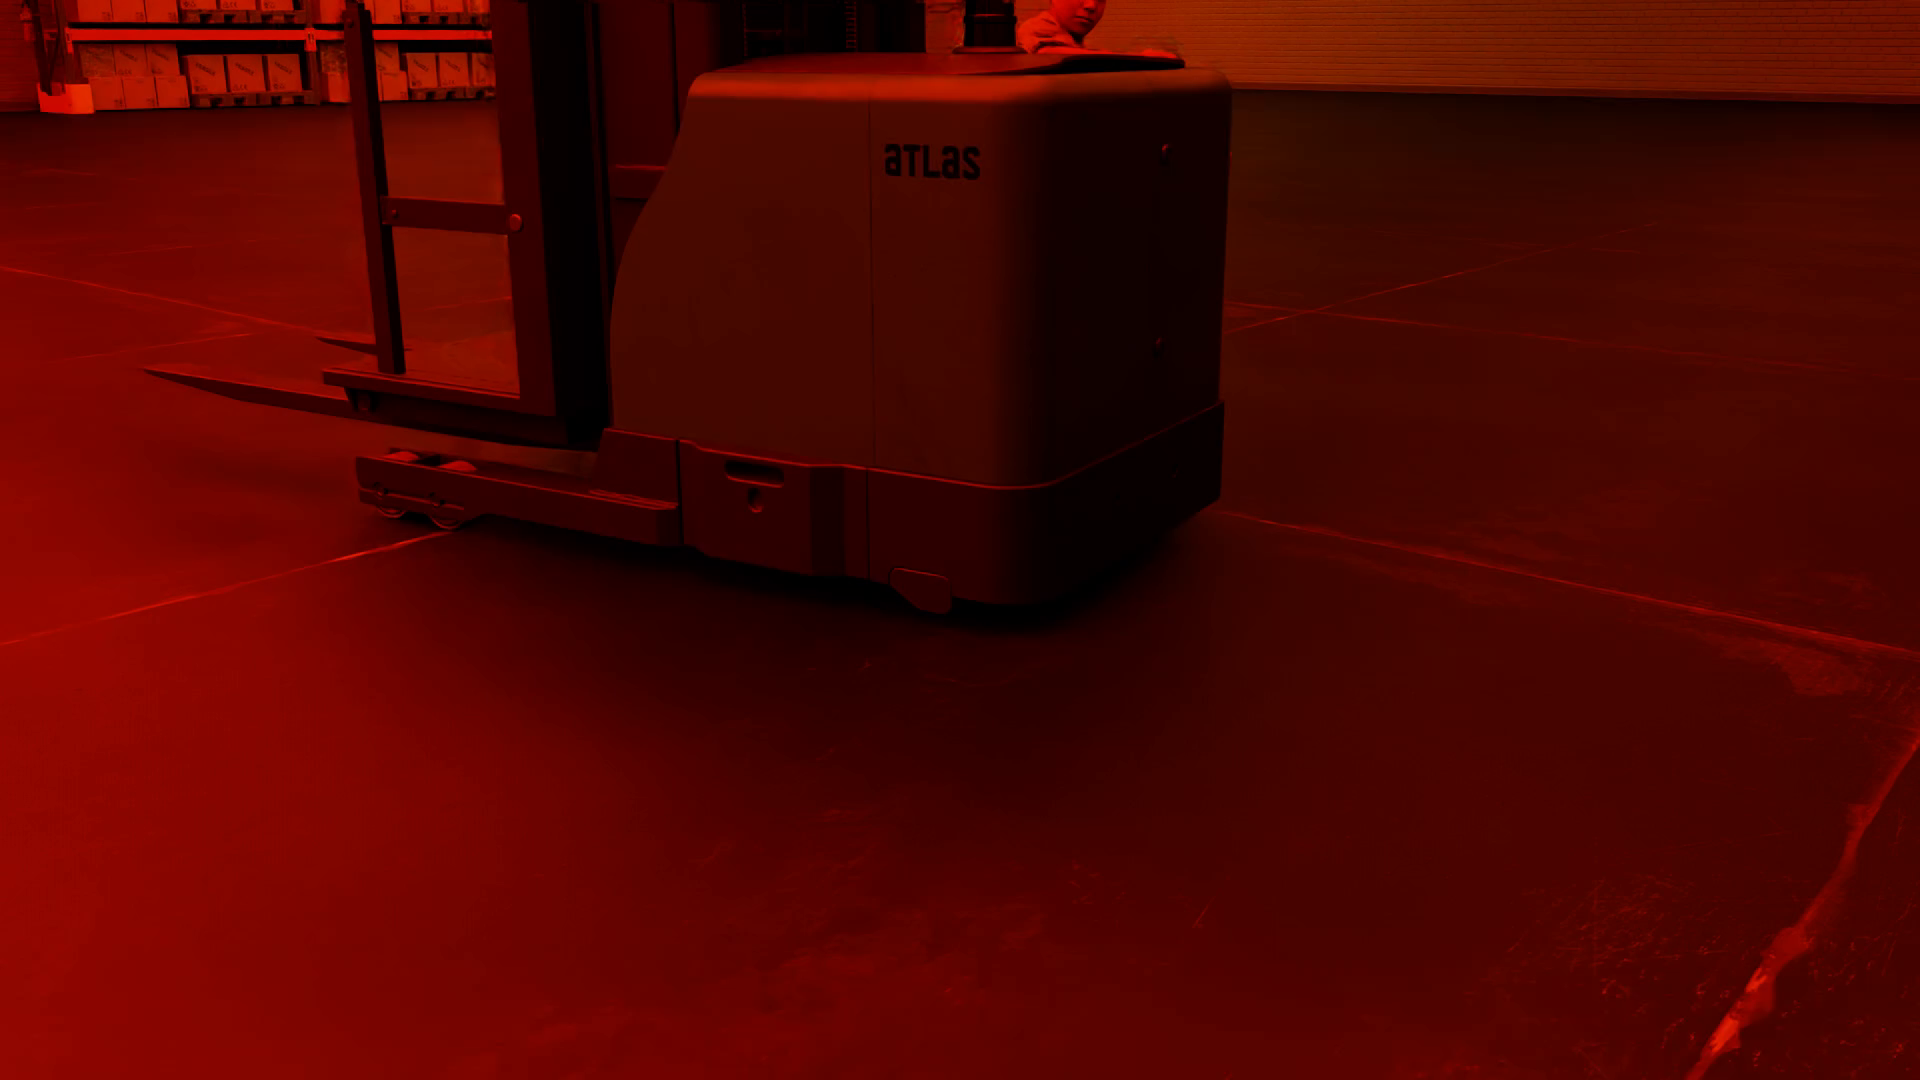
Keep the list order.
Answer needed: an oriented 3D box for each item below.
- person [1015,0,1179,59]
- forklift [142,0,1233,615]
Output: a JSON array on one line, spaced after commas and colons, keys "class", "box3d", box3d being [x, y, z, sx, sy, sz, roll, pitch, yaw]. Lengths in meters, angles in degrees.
[{"class": "person", "box3d": [0.434, -0.983, 4.834, 0.858, 1.379, 0.730, -4, 17, -14]}, {"class": "forklift", "box3d": [-0.898, -1.548, 3.994, 3.031, 2.935, 1.130, 10, 19, 29]}]
